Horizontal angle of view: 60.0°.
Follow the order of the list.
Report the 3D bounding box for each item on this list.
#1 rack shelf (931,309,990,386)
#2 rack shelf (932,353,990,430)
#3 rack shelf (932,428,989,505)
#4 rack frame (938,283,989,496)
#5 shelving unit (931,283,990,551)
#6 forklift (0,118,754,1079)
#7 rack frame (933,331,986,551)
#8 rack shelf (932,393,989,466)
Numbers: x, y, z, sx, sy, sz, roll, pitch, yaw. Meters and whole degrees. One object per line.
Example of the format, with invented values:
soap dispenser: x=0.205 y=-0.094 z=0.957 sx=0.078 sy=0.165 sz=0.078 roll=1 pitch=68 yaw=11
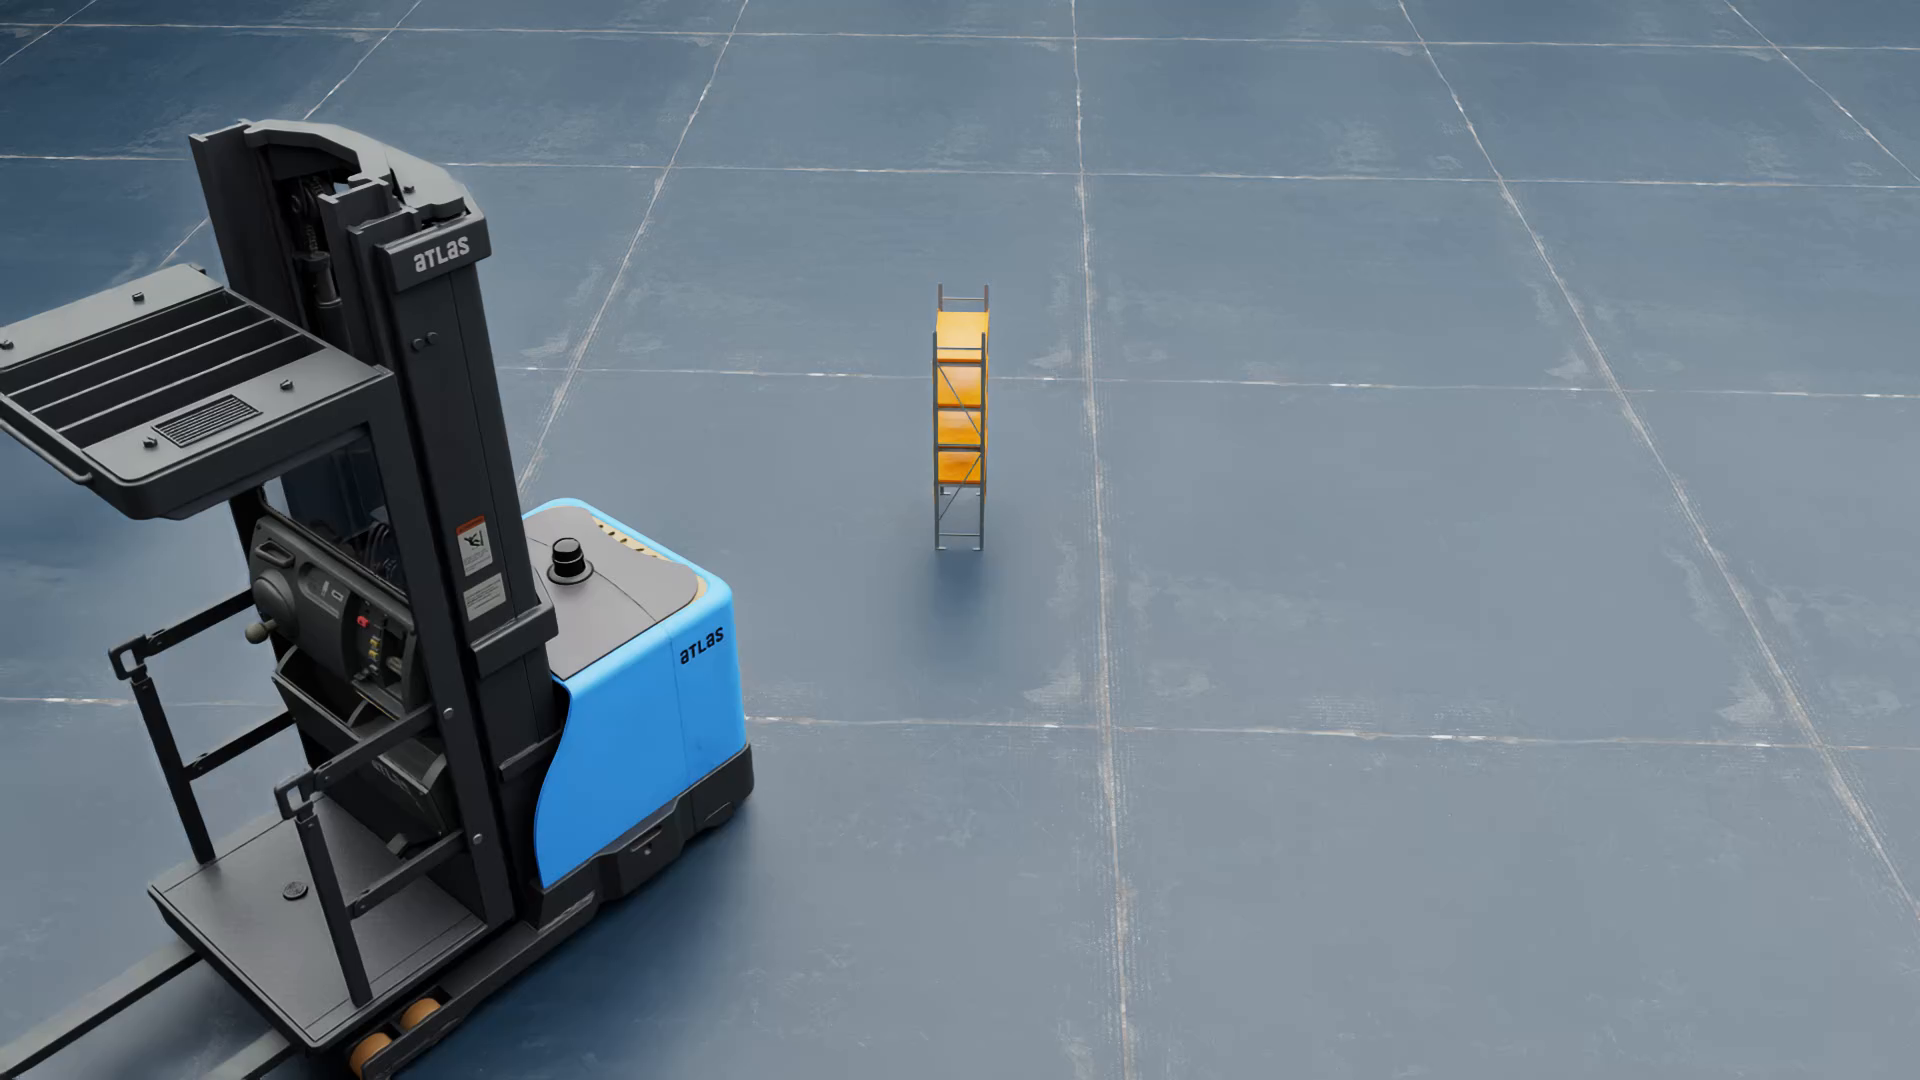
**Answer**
rack shelf: x=0.007 y=-0.908 z=7.814 sx=0.258 sy=0.148 sz=0.480 roll=1 pitch=35 yaw=2
rack shelf: x=0.007 y=-0.714 z=7.950 sx=0.258 sy=0.148 sz=0.480 roll=1 pitch=35 yaw=2
rack shelf: x=0.007 y=-0.369 z=8.193 sx=0.258 sy=0.148 sz=0.480 roll=1 pitch=35 yaw=2
rack frame: x=0.016 y=-0.726 z=8.240 sx=0.240 sy=1.200 sz=0.015 roll=1 pitch=35 yaw=2
shelving unit: x=0.007 y=-0.586 z=8.040 sx=0.258 sy=1.200 sz=0.503 roll=1 pitch=35 yaw=2
forklift: x=-2.168 y=0.311 z=5.258 sx=1.130 sy=2.935 sz=3.031 roll=26 pitch=43 yaw=32
rack frame: x=-0.003 y=-0.446 z=7.841 sx=0.240 sy=1.200 sz=0.015 roll=1 pitch=35 yaw=2
rack shelf: x=0.007 y=-0.531 z=8.079 sx=0.258 sy=0.148 sz=0.480 roll=1 pitch=35 yaw=2
